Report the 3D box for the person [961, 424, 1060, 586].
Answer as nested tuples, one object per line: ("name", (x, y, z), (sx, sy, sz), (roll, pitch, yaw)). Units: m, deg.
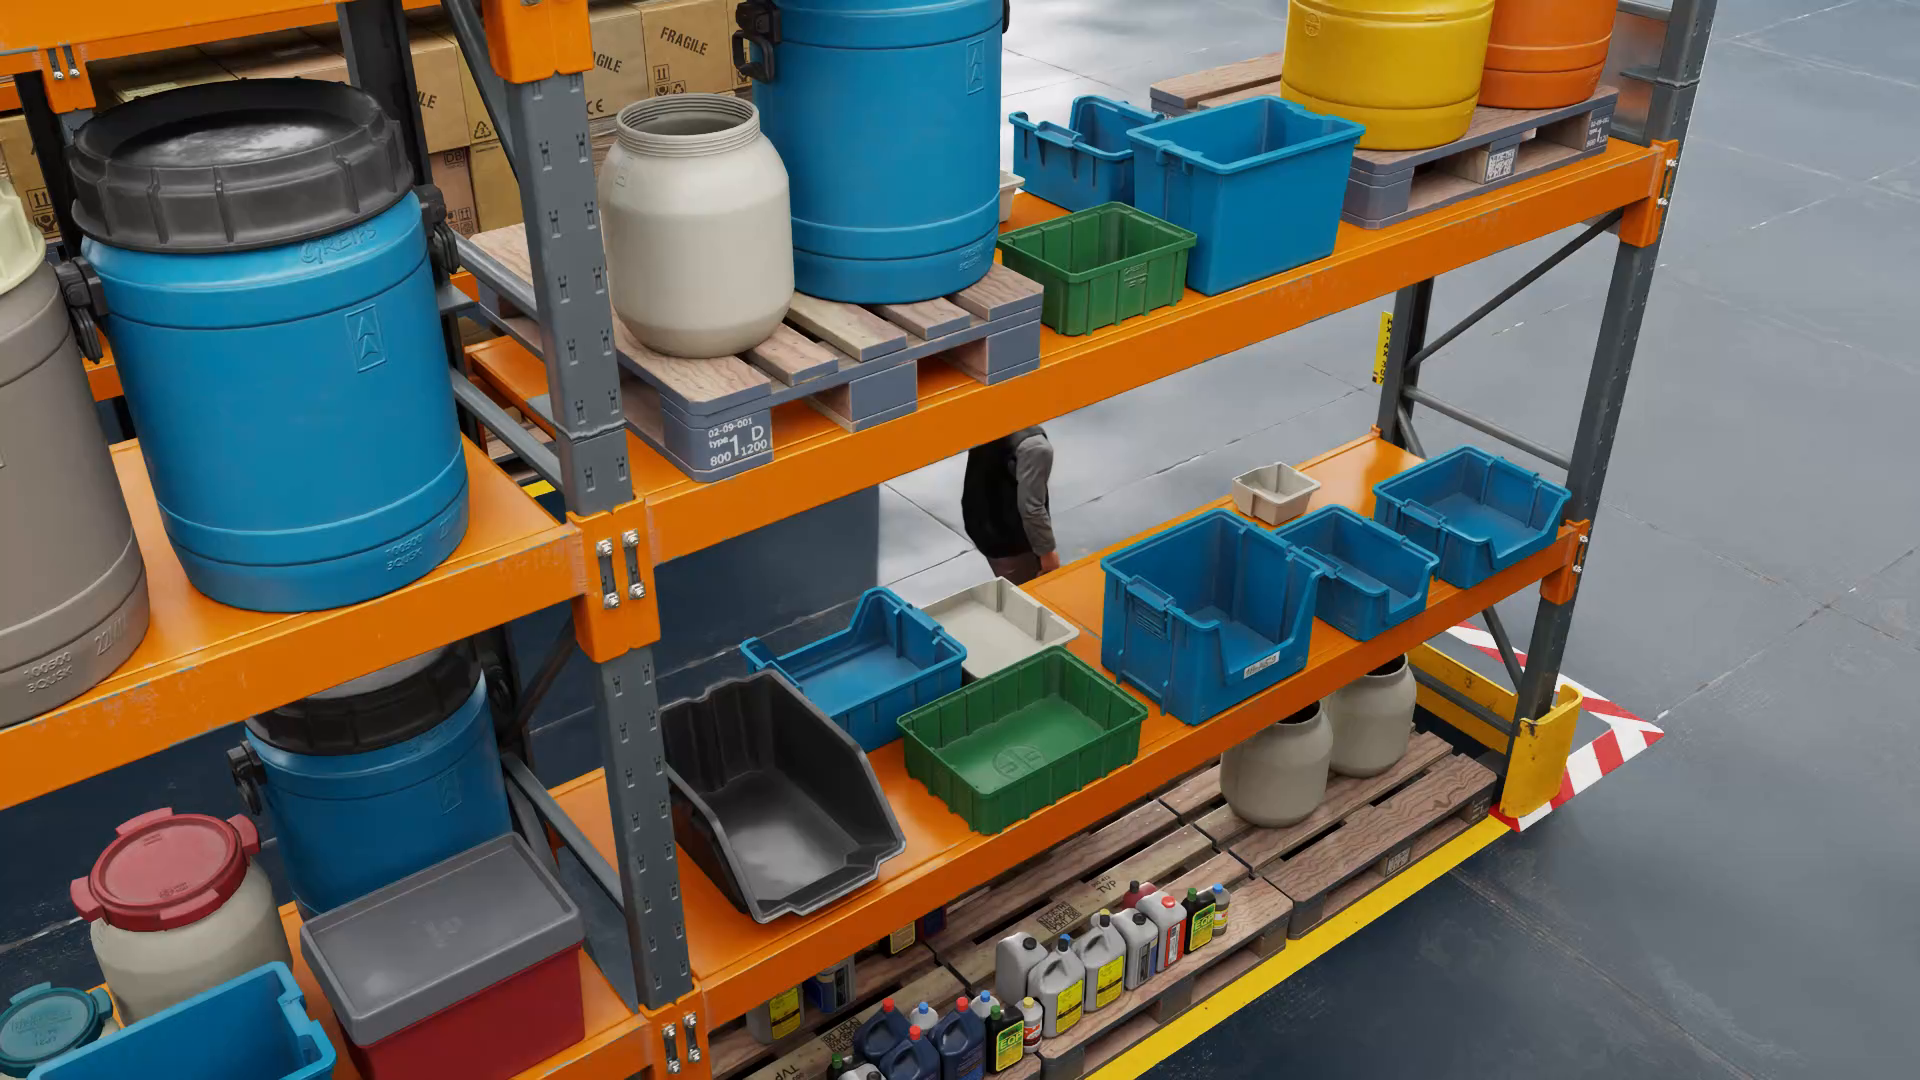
("person", (0.253, -0.027, 7.202), (0.474, 1.721, 0.571), (-11, 34, -18))
